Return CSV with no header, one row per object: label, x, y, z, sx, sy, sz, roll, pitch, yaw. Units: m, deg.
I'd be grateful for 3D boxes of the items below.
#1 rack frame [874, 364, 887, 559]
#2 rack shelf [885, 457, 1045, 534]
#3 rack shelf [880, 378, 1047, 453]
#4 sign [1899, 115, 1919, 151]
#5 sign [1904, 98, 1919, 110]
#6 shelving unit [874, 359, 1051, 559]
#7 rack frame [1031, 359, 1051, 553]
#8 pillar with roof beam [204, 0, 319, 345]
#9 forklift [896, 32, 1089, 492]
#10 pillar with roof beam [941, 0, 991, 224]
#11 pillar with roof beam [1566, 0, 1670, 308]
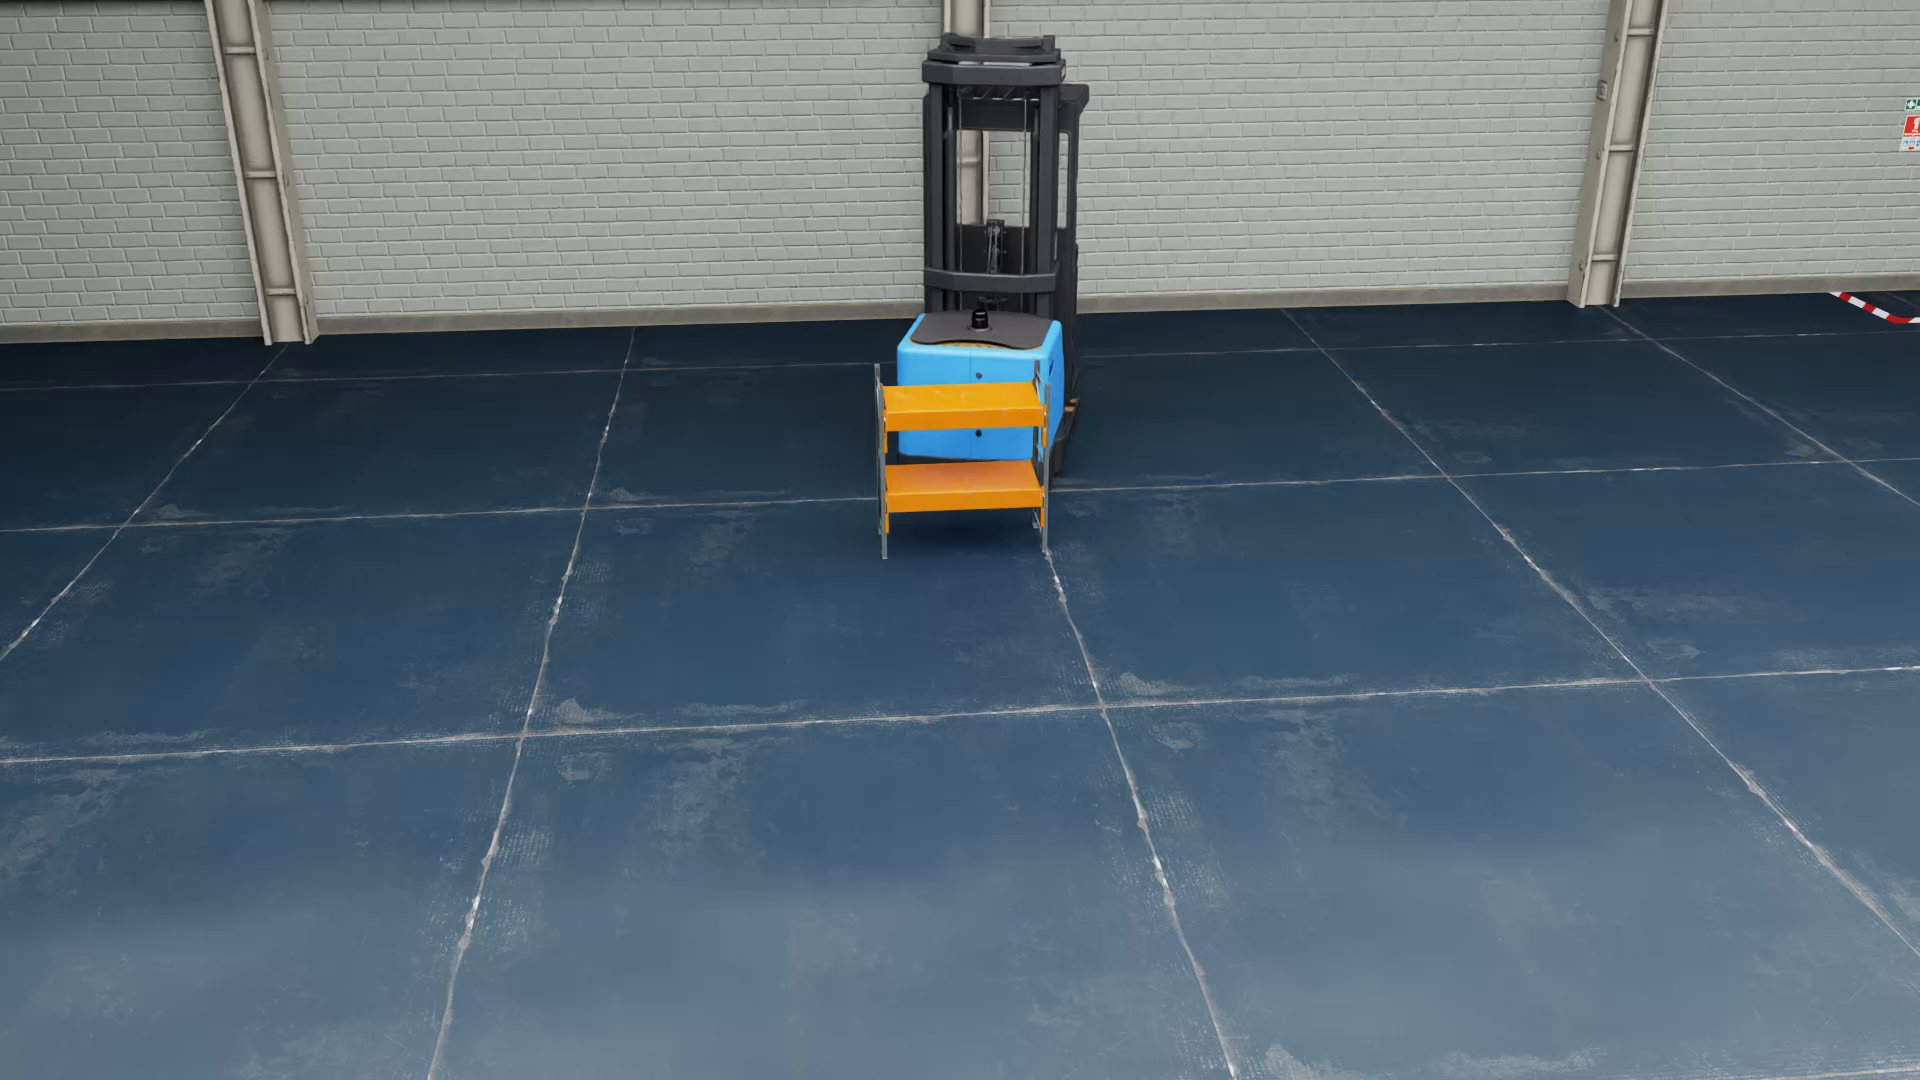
rack frame,-0.499,-0.494,10.476,0.032,1.125,0.500,-2,24,-5
rack shelf,0.007,-0.291,10.621,1.000,0.278,0.538,-2,24,-5
rack shelf,0.007,-0.782,10.403,1.000,0.278,0.538,-2,24,-5
sign,8.965,-3.823,15.615,0.234,0.329,0.001,-2,24,-5
sign,8.970,-4.062,15.500,0.331,0.109,0.001,-2,24,-5
shelving unit,0.007,-0.514,10.522,1.048,1.125,0.538,-2,24,-5
rack frame,0.513,-0.535,10.568,0.032,1.125,0.500,-2,24,-5
pillar with roof beam,-5.501,-4.153,9.015,0.400,9.000,9.100,-2,24,-5
forklift,0.325,-2.205,12.102,1.130,2.935,3.031,4,24,9
pillar with roof beam,0.470,-4.393,9.554,0.400,9.000,9.100,-2,24,-5
pillar with roof beam,6.441,-4.632,10.093,0.400,9.000,9.100,-2,24,-5
